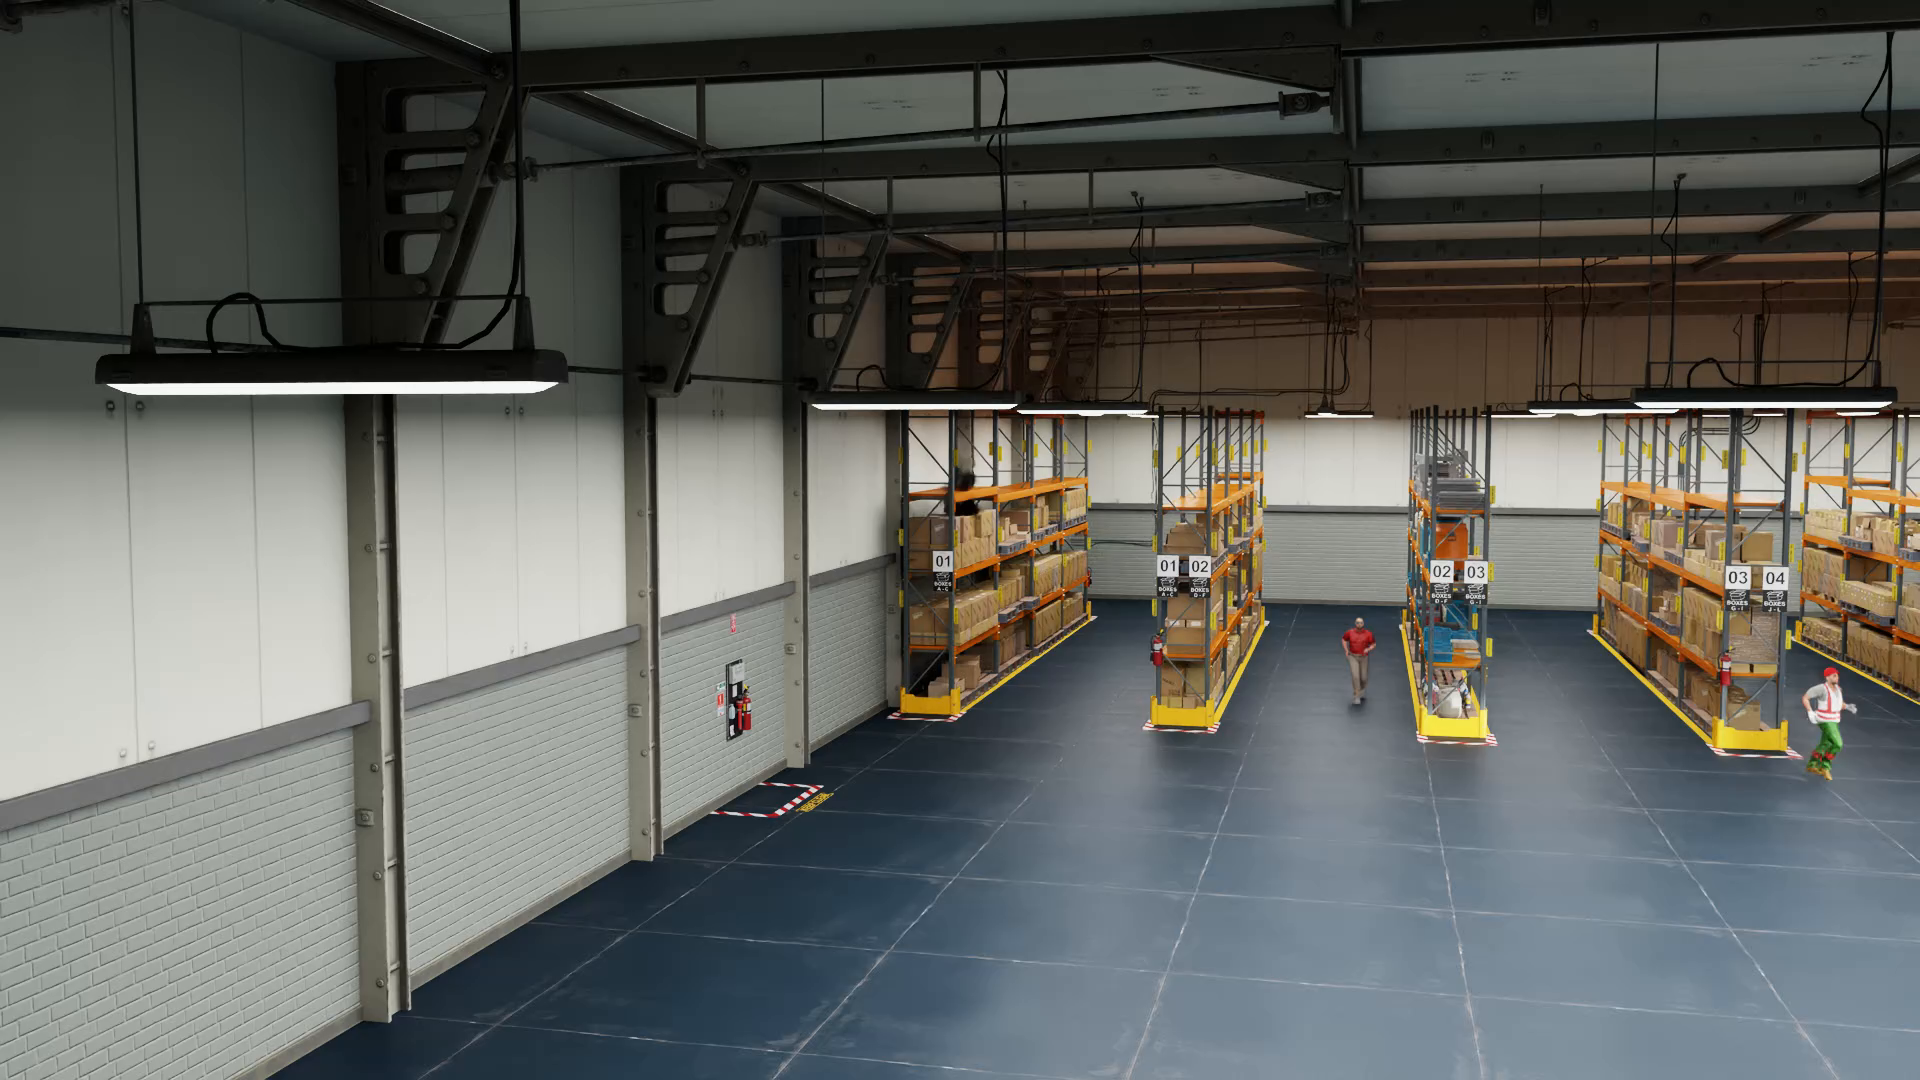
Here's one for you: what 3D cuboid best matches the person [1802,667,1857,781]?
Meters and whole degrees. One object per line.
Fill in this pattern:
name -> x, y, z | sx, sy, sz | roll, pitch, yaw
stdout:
person -> 13.922, 2.935, 26.609 | 0.642, 1.816, 0.737 | -3, 5, -33

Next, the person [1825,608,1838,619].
person -> 23.316, 1.805, 44.370 | 0.471, 1.473, 0.678 | 3, 5, 39

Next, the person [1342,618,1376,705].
person -> 8.103, 2.433, 33.794 | 0.667, 1.721, 0.860 | 1, 4, 10
